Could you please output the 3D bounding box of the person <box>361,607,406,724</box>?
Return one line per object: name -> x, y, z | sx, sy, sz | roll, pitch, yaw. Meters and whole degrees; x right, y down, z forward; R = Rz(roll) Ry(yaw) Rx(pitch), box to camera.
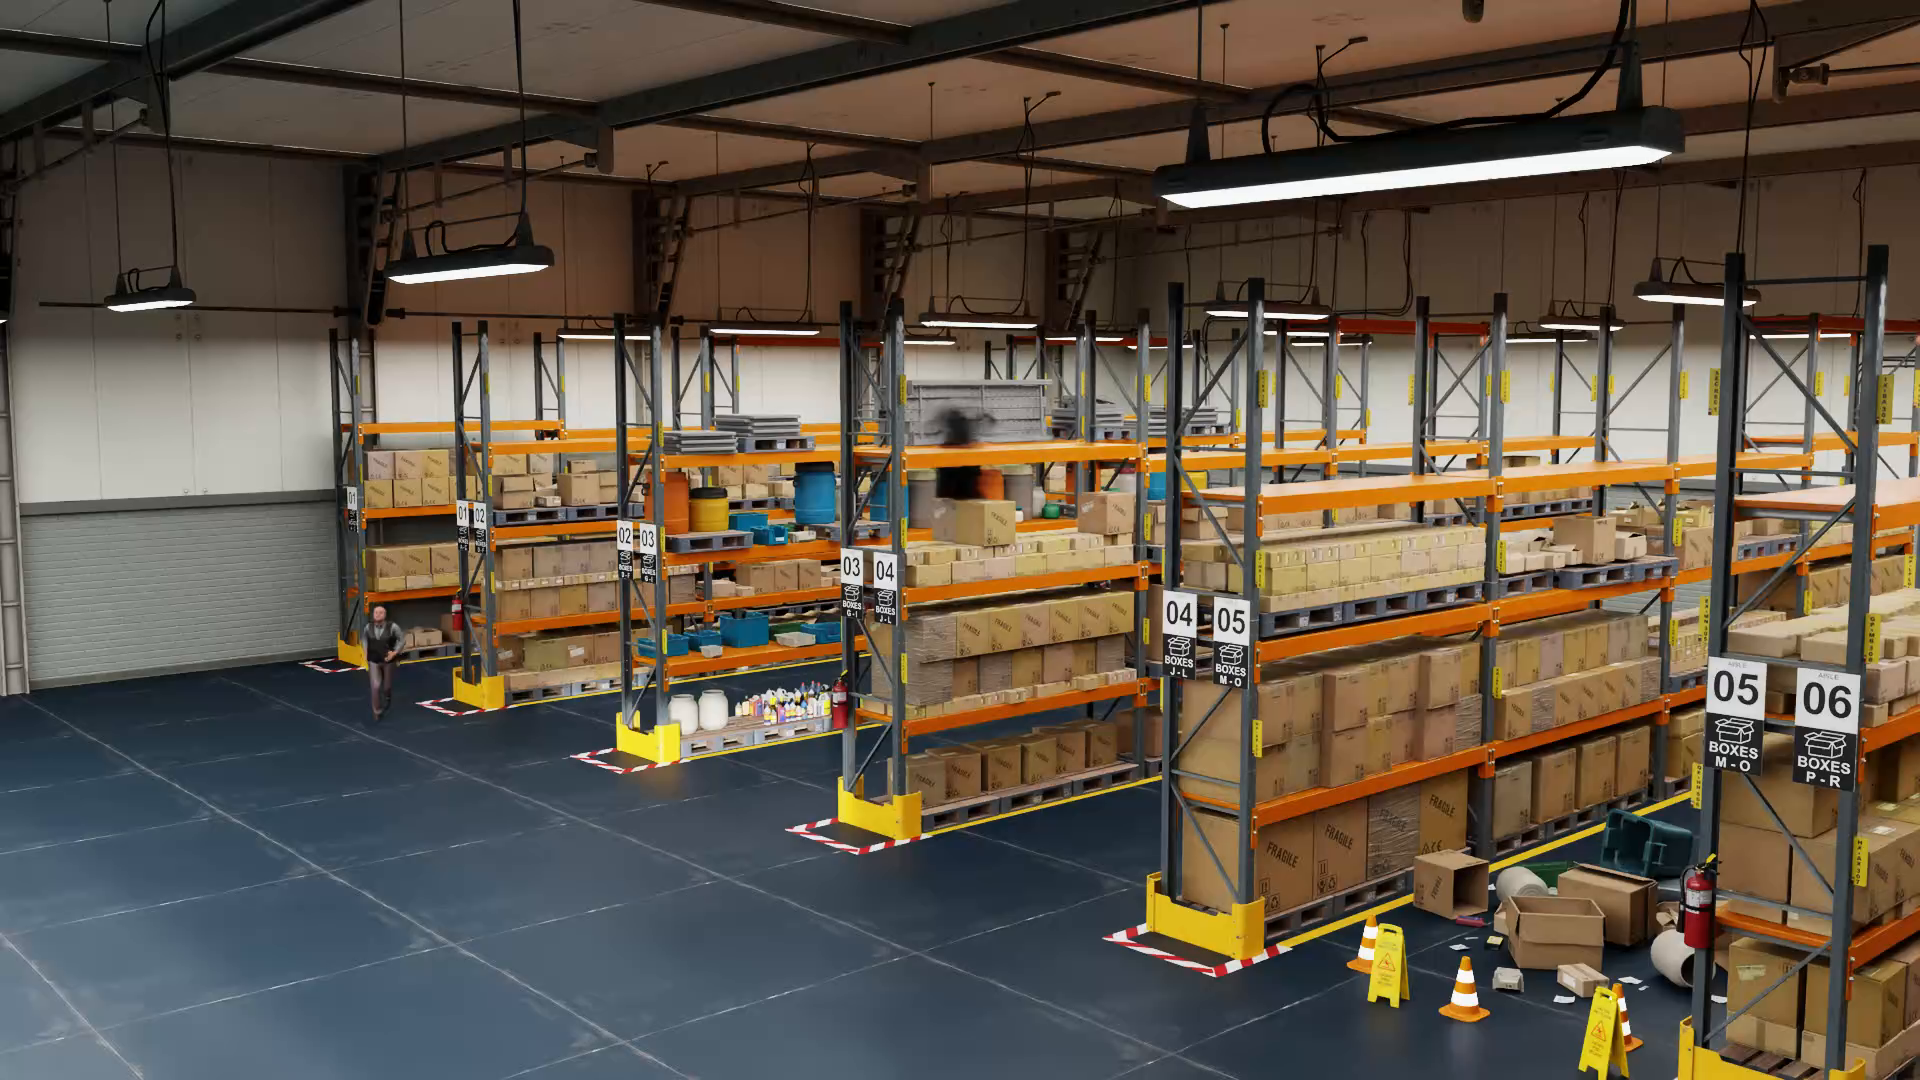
person -> -8.670, 1.845, 25.059 | 0.671, 1.732, 0.790 | -1, 6, -8
